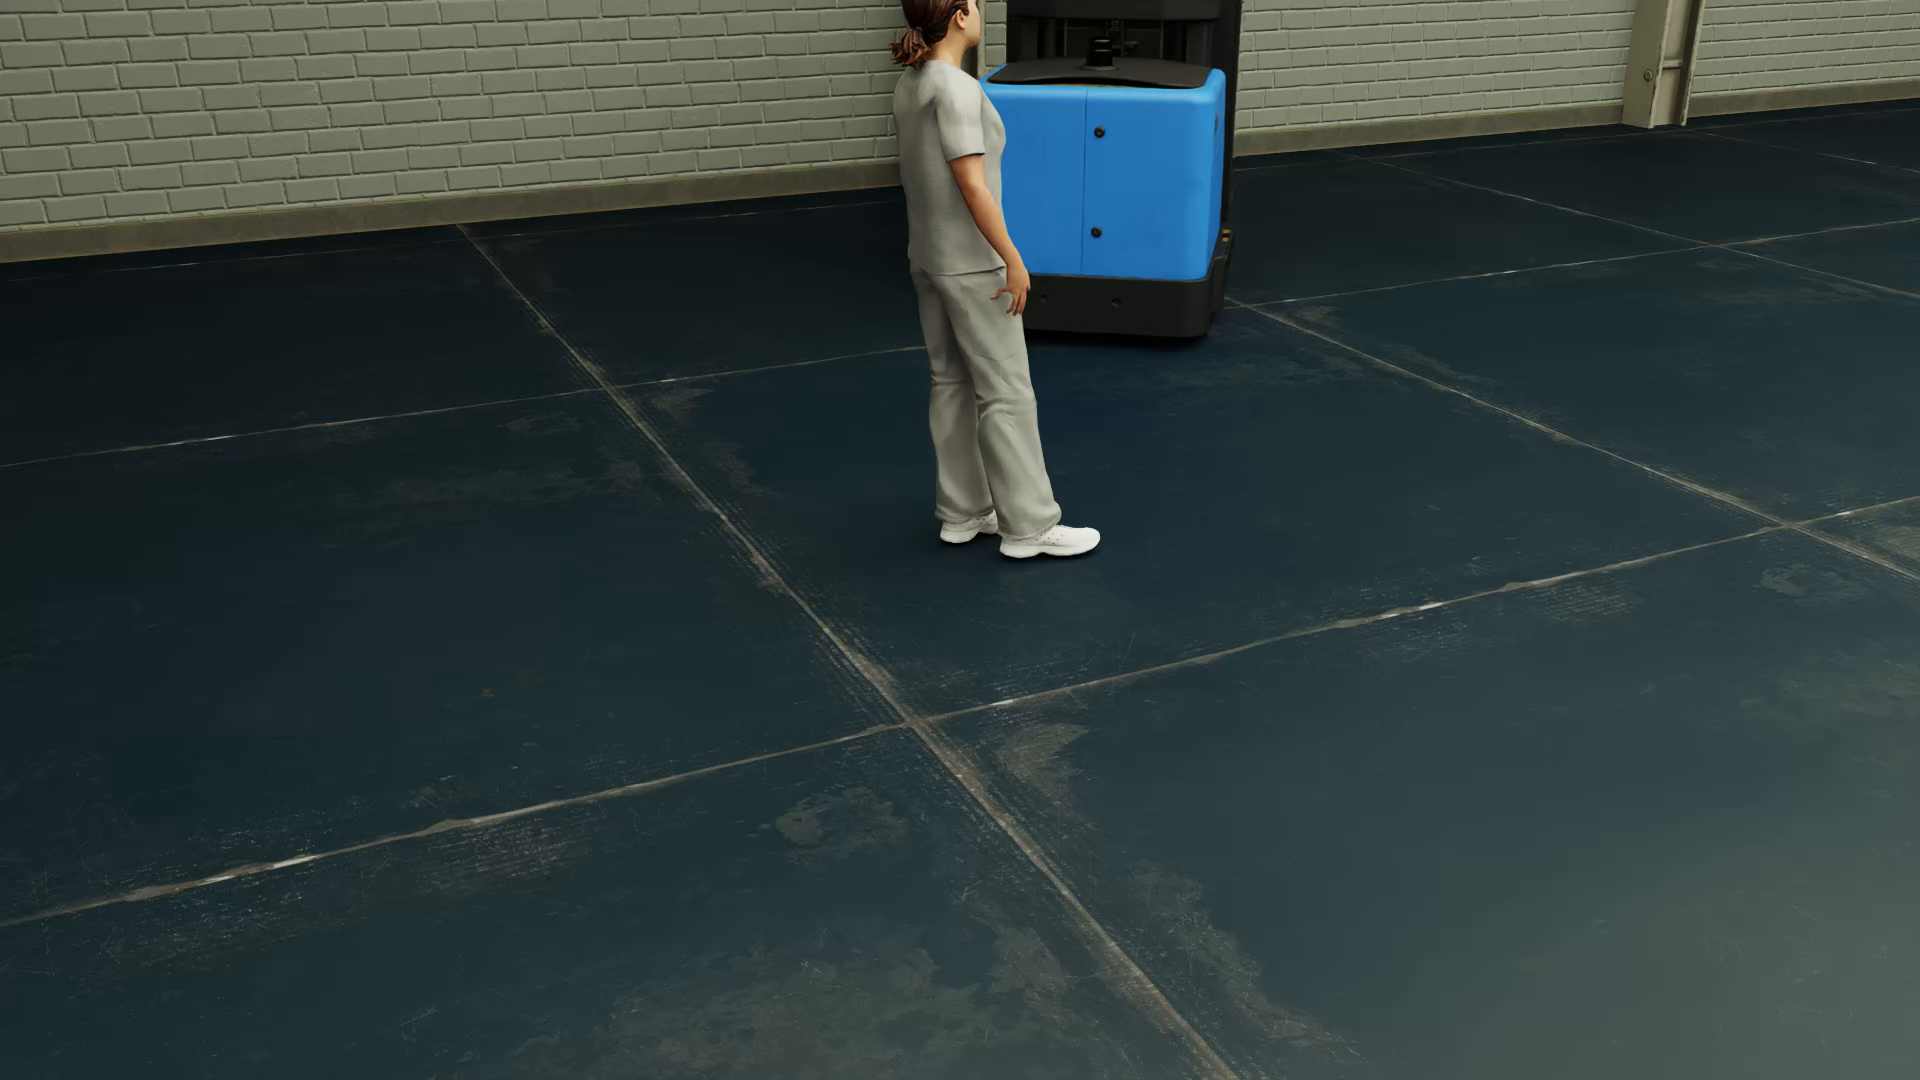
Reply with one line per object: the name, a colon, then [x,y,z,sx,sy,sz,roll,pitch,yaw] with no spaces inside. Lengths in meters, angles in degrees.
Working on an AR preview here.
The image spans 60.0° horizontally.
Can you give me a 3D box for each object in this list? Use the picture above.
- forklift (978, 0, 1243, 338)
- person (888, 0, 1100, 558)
forklift: [0.809,-2.735,7.871,1.130,2.935,3.031,4,23,11]
person: [0.072,-0.788,4.800,0.549,1.675,0.549,-10,25,-23]
